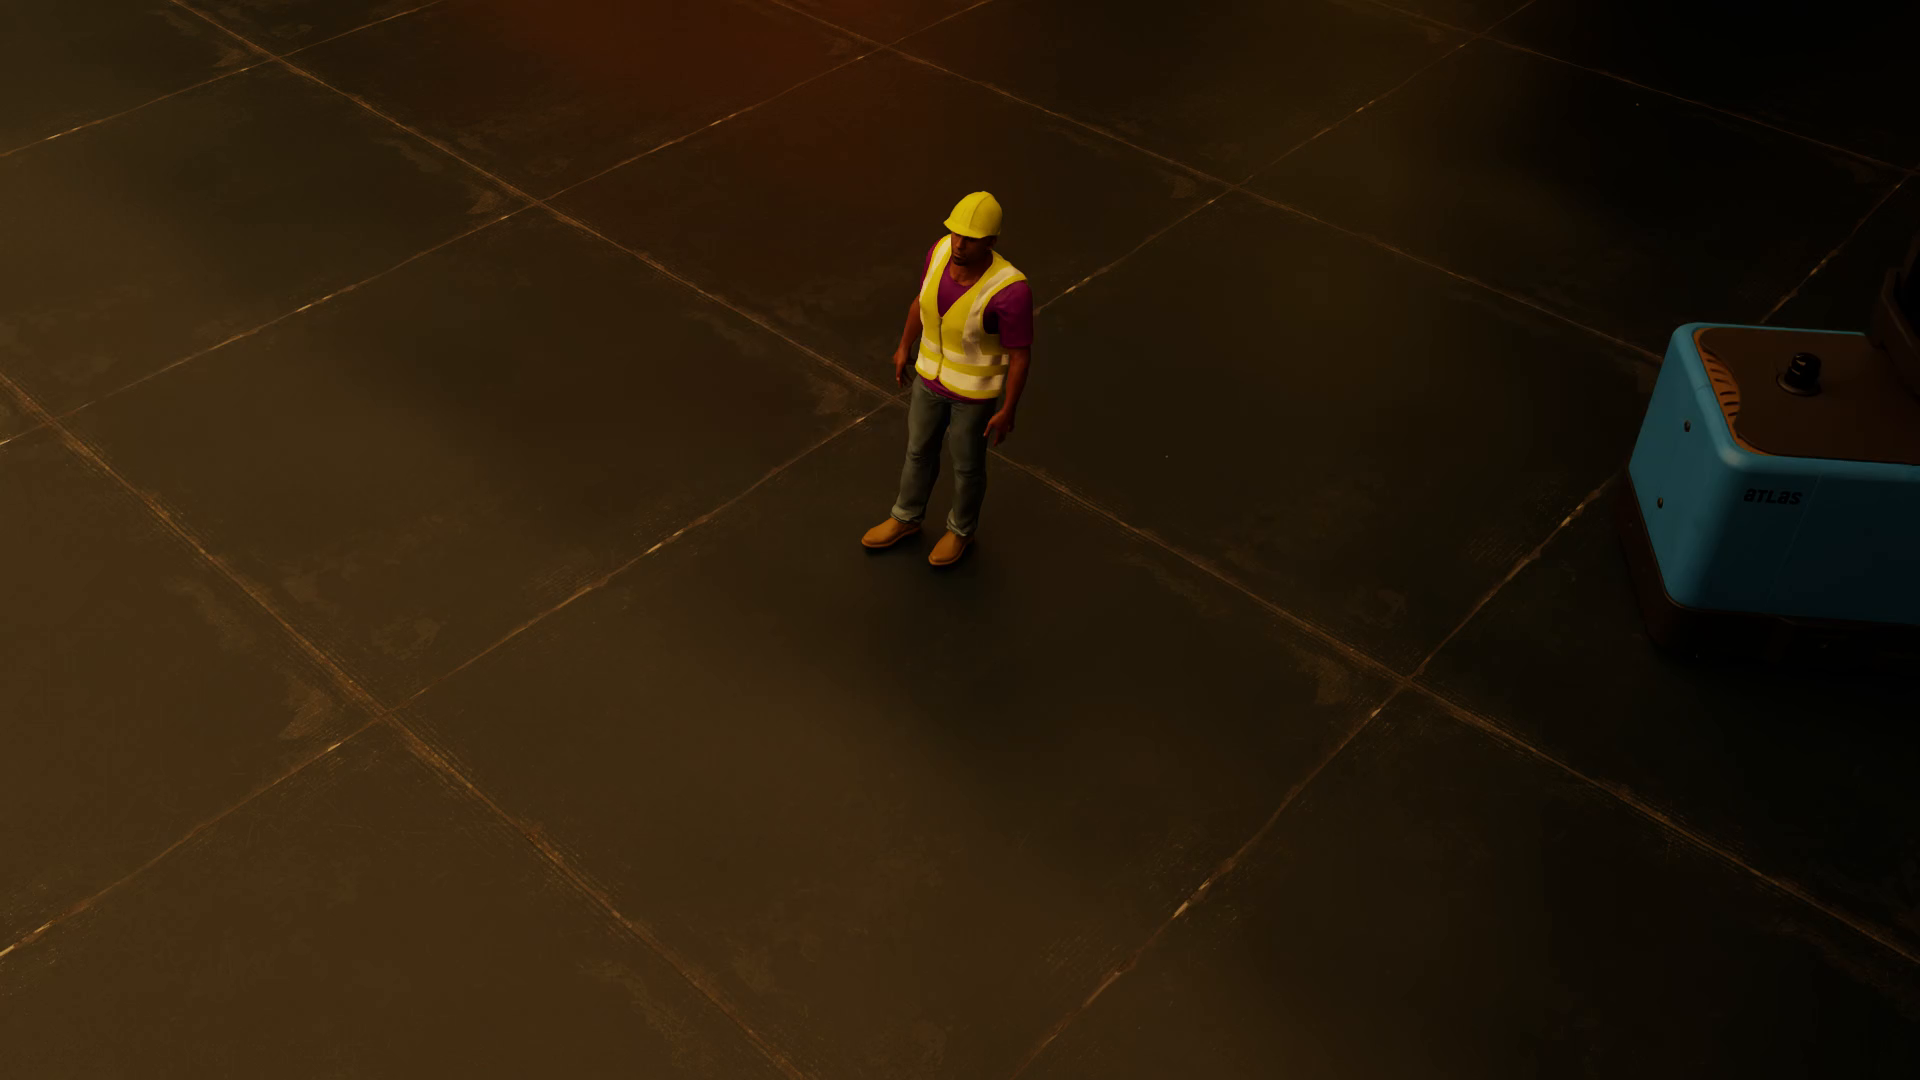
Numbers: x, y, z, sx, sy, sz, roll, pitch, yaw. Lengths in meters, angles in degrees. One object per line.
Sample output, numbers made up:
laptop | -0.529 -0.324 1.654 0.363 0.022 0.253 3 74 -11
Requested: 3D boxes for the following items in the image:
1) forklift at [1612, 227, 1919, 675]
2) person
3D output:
forklift | 4.494 -0.821 6.385 3.031 2.935 1.130 4 41 5
person | -0.051 -0.644 7.063 0.666 1.768 0.575 31 49 31
